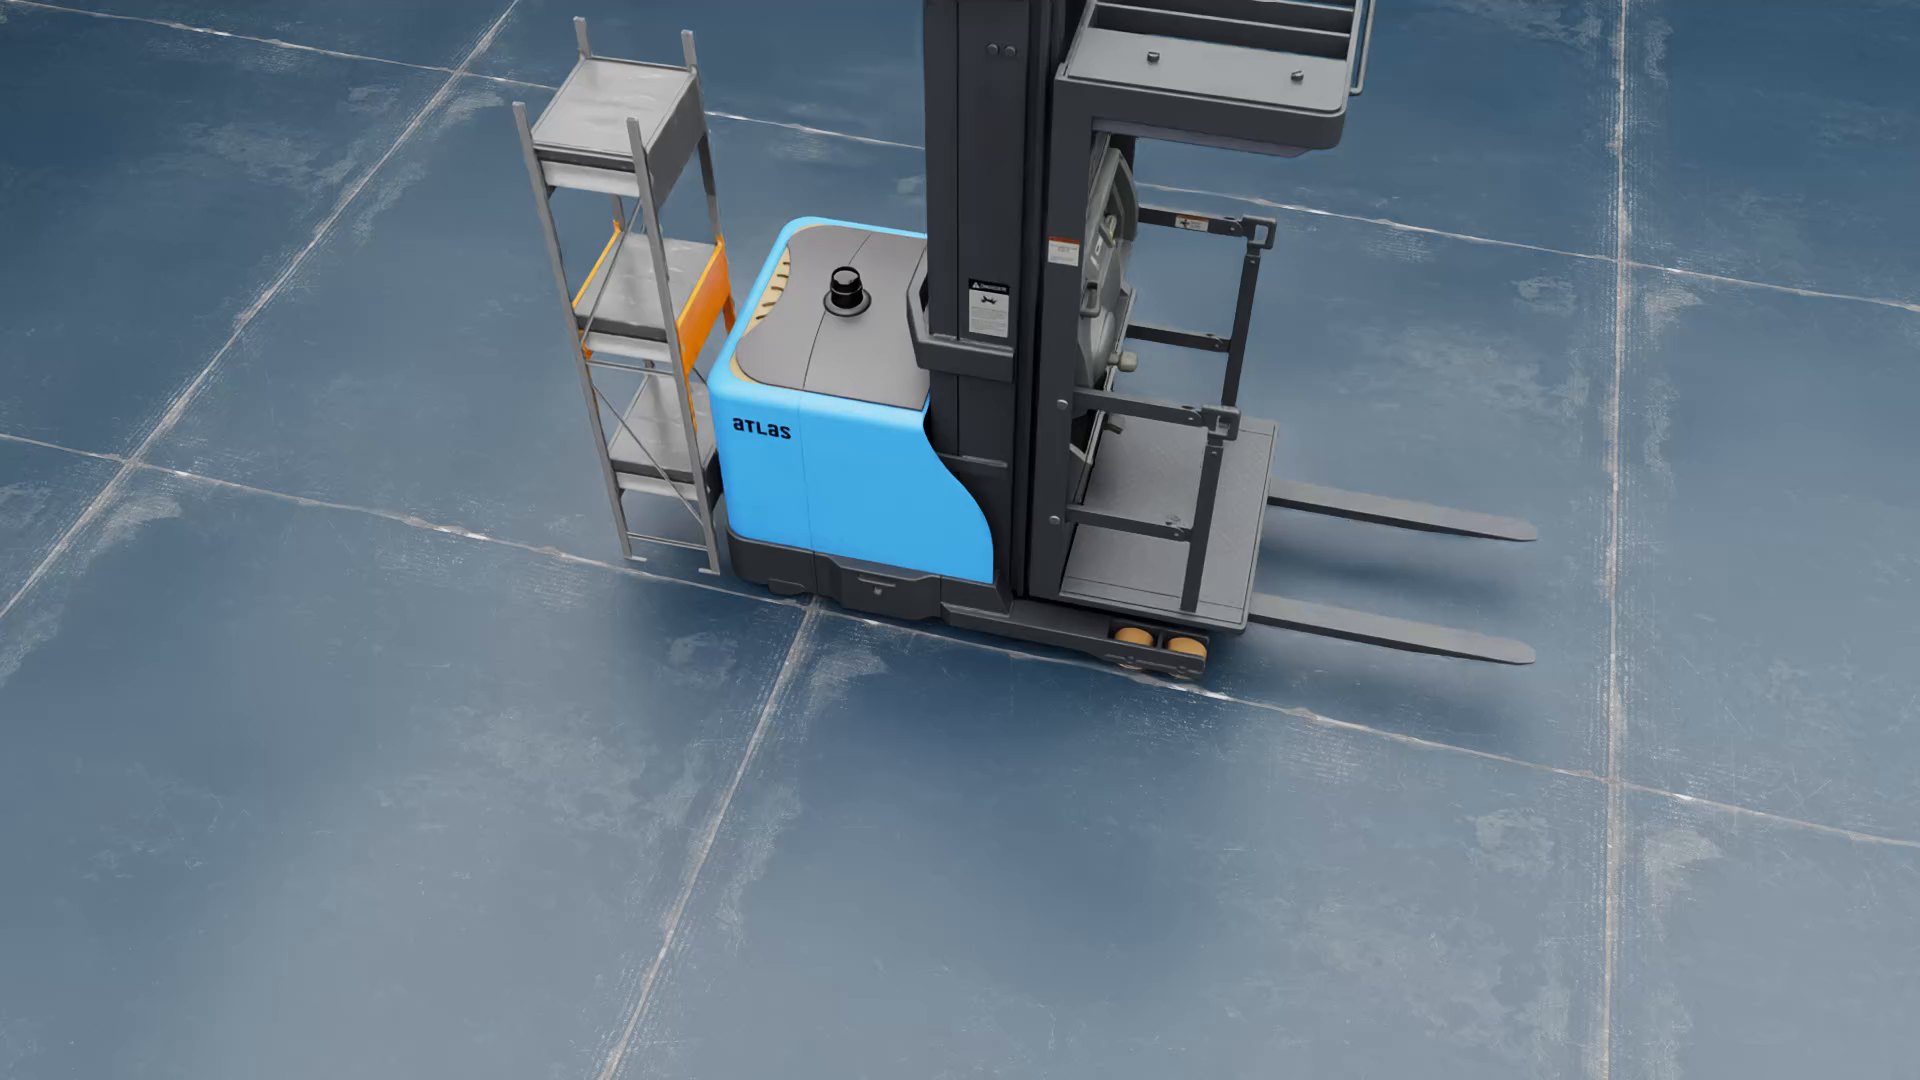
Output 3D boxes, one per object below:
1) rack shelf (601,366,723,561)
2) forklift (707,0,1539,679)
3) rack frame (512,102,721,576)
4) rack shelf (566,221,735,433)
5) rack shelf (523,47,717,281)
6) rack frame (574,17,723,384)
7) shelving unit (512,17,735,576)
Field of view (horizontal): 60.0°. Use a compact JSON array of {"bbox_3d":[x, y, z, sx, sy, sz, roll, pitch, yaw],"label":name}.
[{"bbox_3d":[-1.083,-0.298,6.479,0.431,0.518,0.480,10,49,9],"label":"rack shelf"},{"bbox_3d":[0.680,-0.893,5.502,3.031,2.935,1.130,10,49,9],"label":"forklift"},{"bbox_3d":[-1.148,-0.594,5.789,0.400,2.100,0.015,10,49,9],"label":"rack frame"},{"bbox_3d":[-1.091,-0.763,5.956,0.431,0.518,0.480,10,49,9],"label":"rack shelf"},{"bbox_3d":[-1.099,-1.227,5.432,0.431,0.518,0.480,10,49,9],"label":"rack shelf"},{"bbox_3d":[-1.035,-0.950,6.103,0.400,2.100,0.015,10,49,9],"label":"rack frame"},{"bbox_3d":[-1.091,-0.772,5.946,0.431,2.100,0.503,10,49,9],"label":"shelving unit"}]
